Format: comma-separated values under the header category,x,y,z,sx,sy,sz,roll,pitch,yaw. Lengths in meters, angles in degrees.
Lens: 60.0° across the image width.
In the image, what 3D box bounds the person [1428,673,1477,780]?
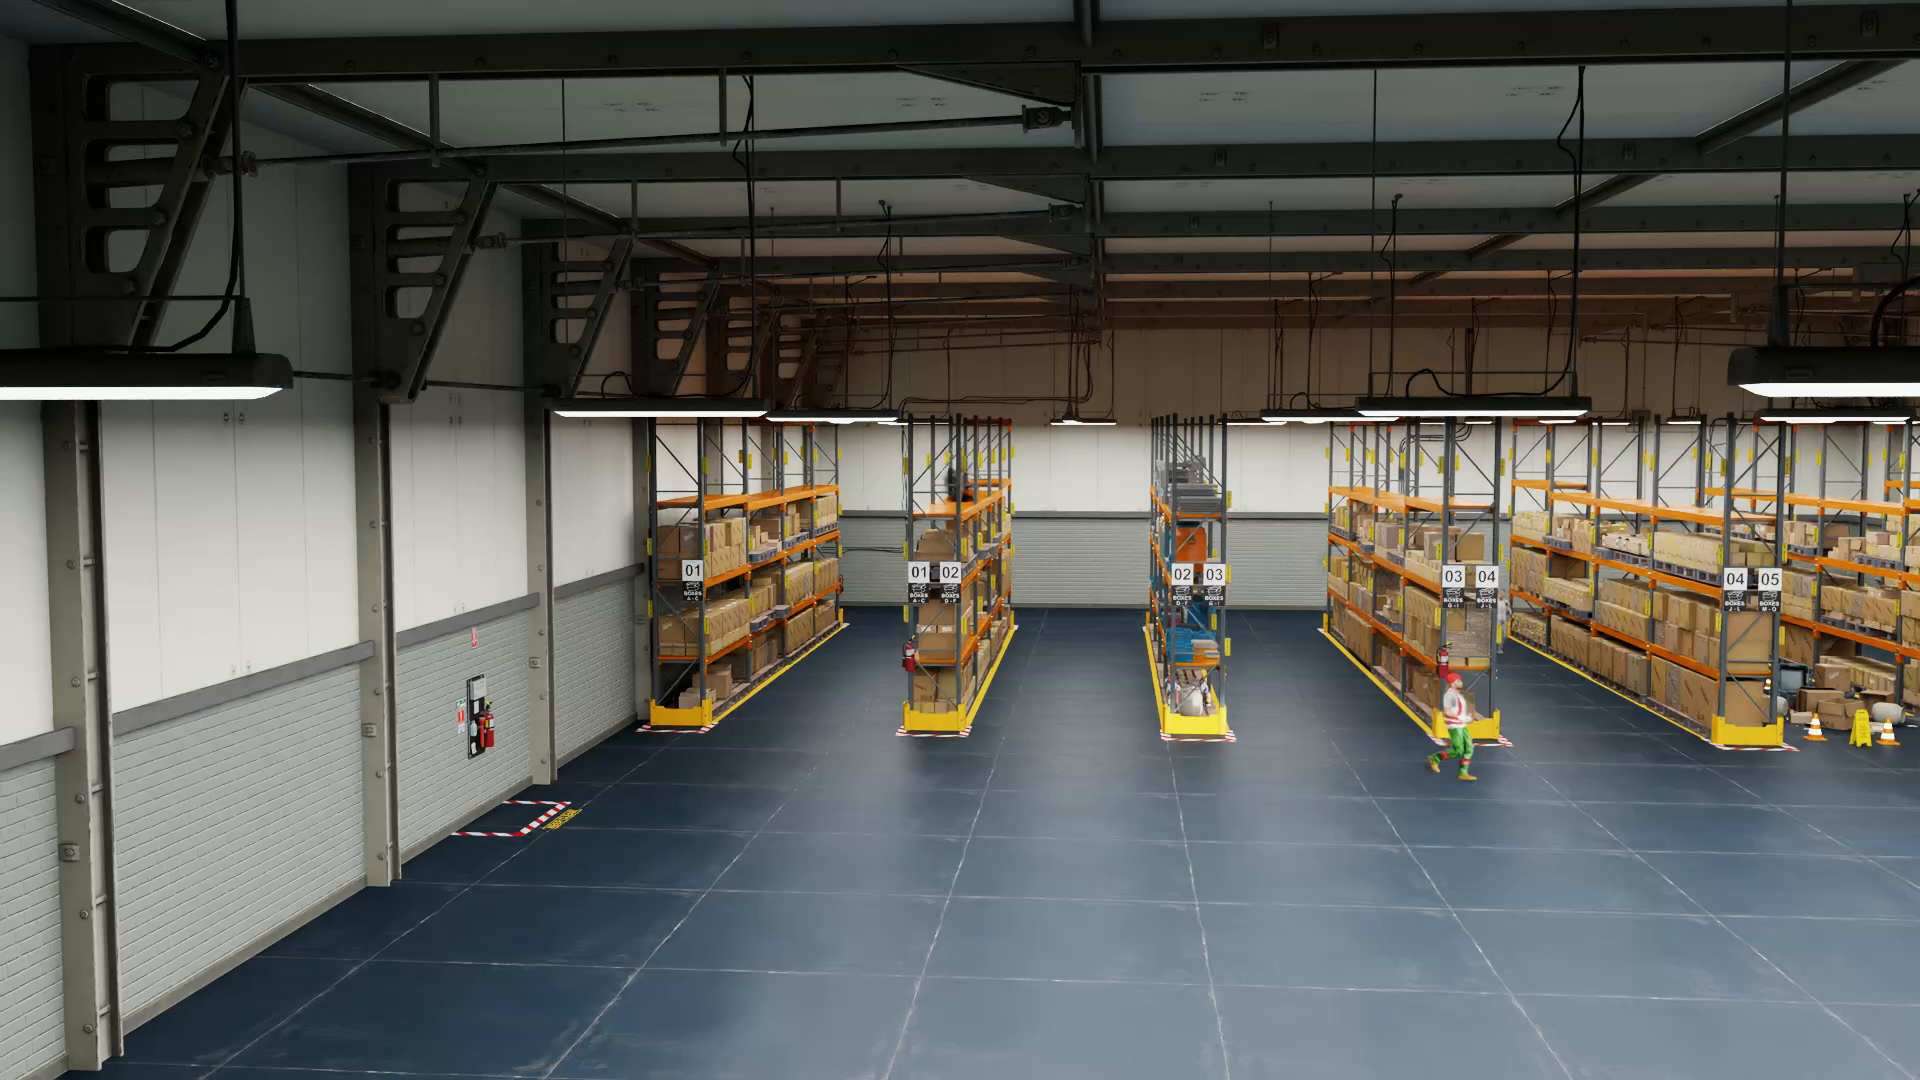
category,x,y,z,sx,sy,sz,roll,pitch,yaw
person,8.036,3.030,27.061,0.769,1.747,0.664,2,5,32

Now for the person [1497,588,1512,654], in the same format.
category,x,y,z,sx,sy,sz,roll,pitch,yaw
person,13.769,2.053,42.387,0.615,1.657,0.555,0,4,-2
